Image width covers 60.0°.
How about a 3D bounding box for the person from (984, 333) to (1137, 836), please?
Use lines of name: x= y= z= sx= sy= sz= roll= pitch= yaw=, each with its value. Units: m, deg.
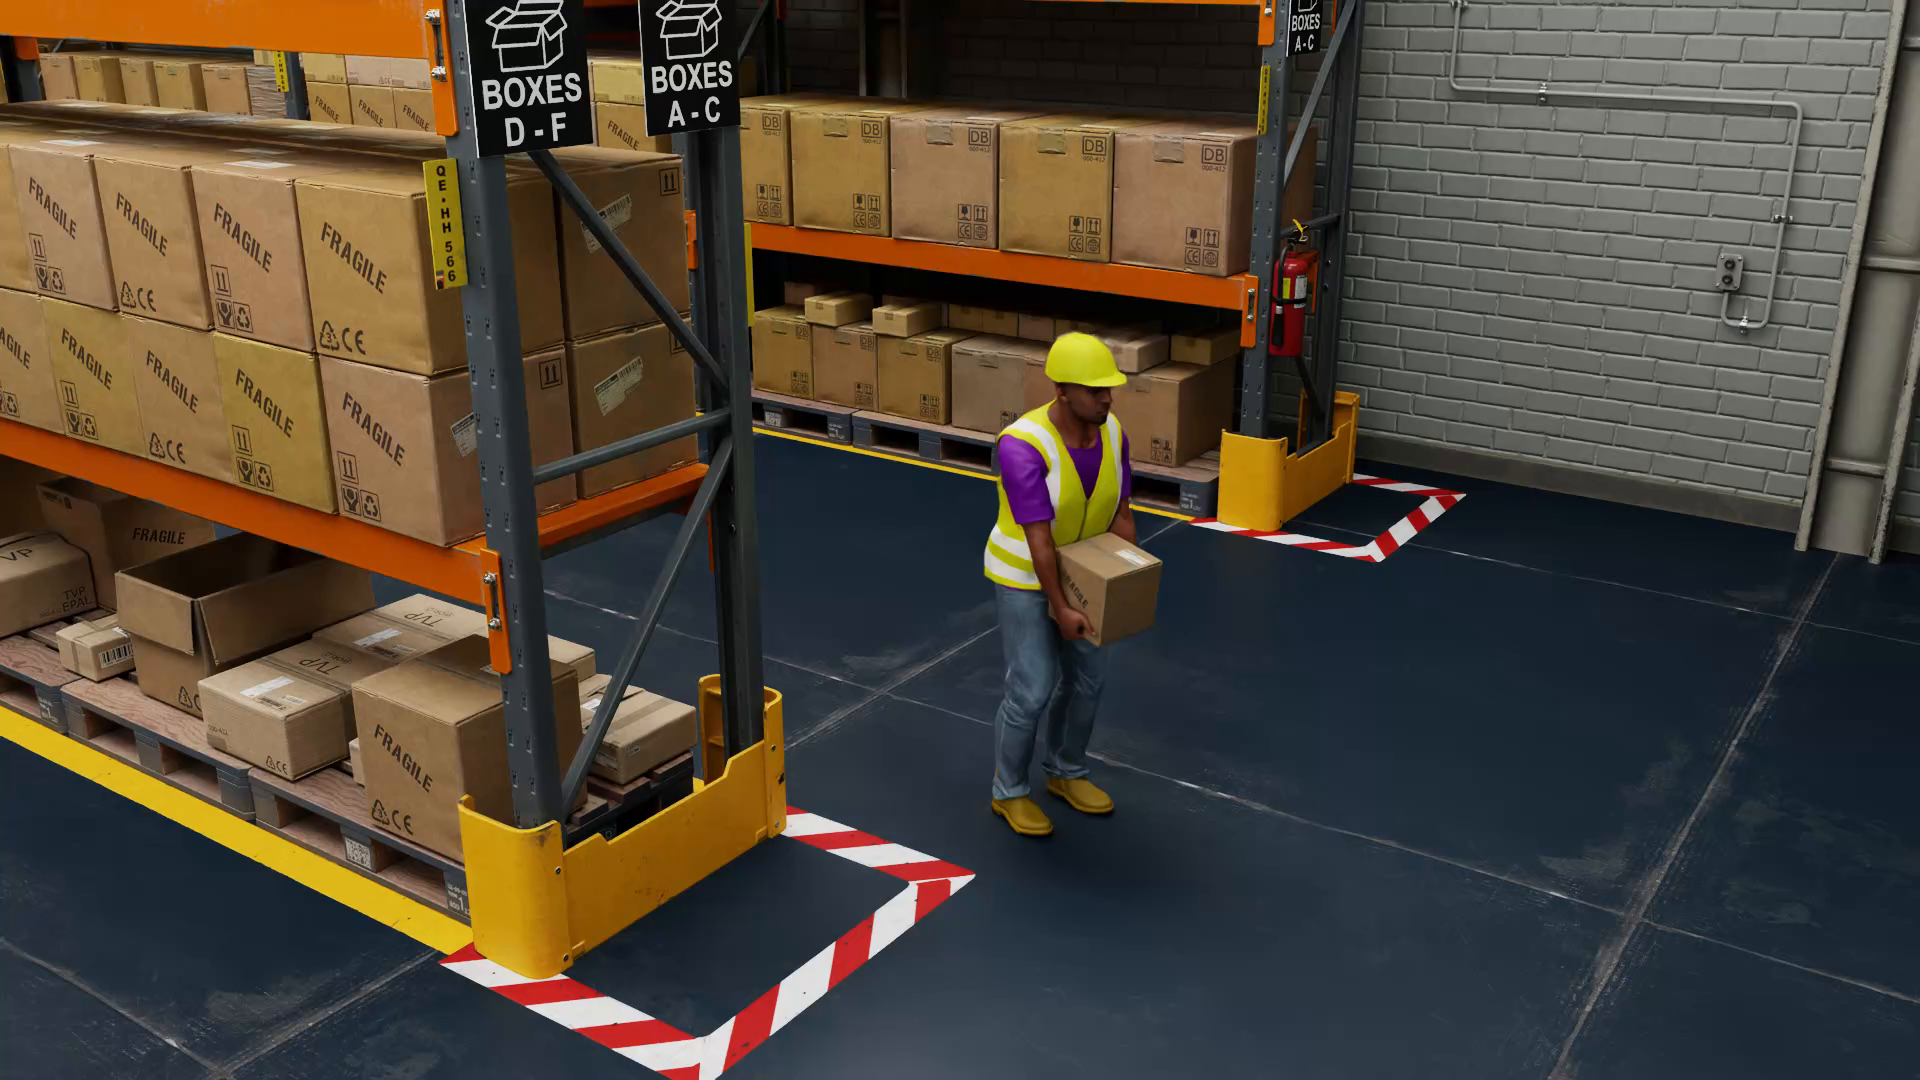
person: x=0.376 y=0.161 z=5.615 sx=0.503 sy=1.745 sz=0.583 roll=-14 pitch=24 yaw=-34
